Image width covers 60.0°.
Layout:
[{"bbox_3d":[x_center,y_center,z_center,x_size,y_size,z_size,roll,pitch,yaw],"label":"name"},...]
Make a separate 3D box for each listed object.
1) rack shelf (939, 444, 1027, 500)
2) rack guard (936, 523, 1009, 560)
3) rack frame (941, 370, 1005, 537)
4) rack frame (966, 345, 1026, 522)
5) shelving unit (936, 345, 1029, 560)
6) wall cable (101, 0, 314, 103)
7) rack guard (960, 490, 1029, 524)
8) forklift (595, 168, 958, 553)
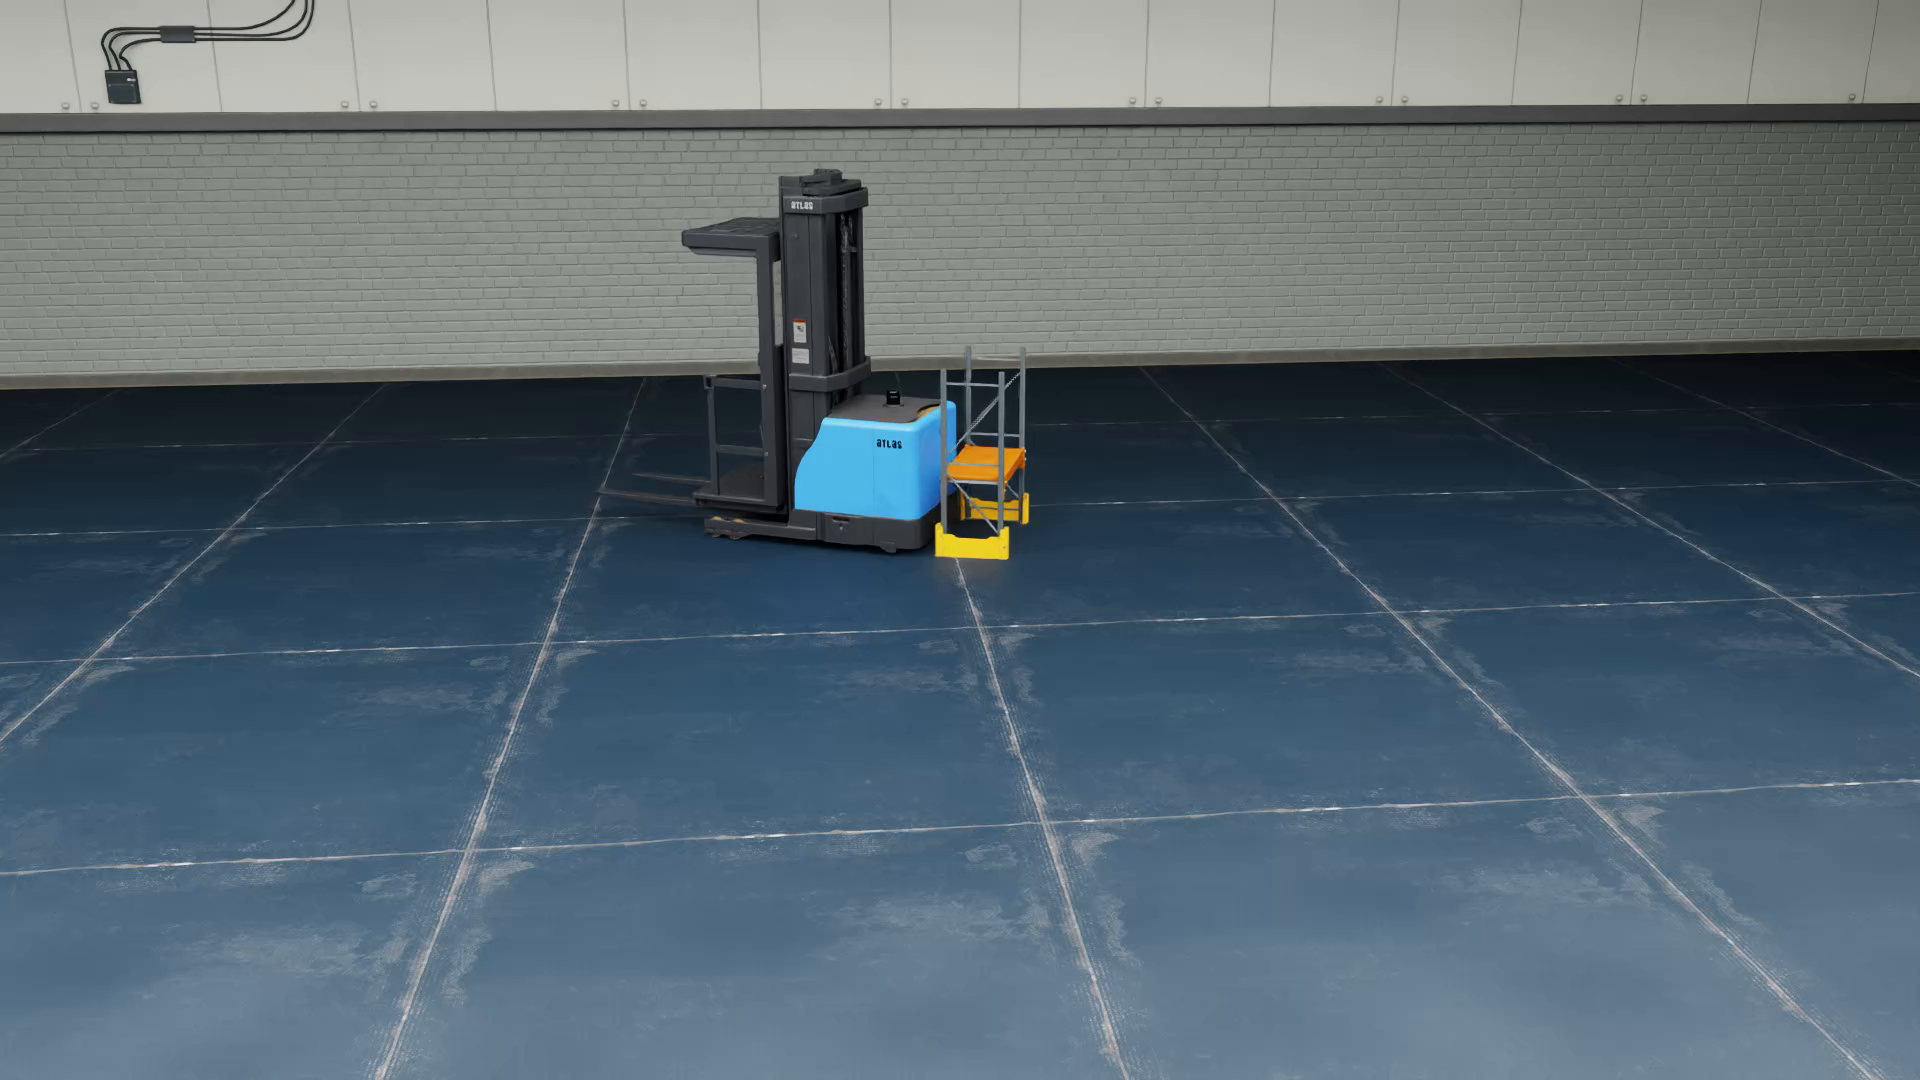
[{"bbox_3d":[0.197,-0.563,13.567,0.538,0.185,1.000,3,18,11],"label":"rack shelf"},{"bbox_3d":[0.098,0.011,13.226,0.587,0.250,0.087,3,18,11],"label":"rack guard"},{"bbox_3d":[0.098,-0.585,13.037,0.500,1.500,0.032,3,18,11],"label":"rack frame"},{"bbox_3d":[0.297,-0.884,13.989,0.500,1.500,0.032,3,18,11],"label":"rack frame"},{"bbox_3d":[0.196,-0.732,13.505,0.587,1.500,1.083,3,18,11],"label":"shelving unit"},{"bbox_3d":[-8.248,-7.729,17.596,2.305,6.003,0.169,-2,18,-6],"label":"wall cable"},{"bbox_3d":[0.294,-0.282,14.158,0.587,0.250,0.087,3,18,11],"label":"rack guard"},{"bbox_3d":[-1.592,-1.544,13.701,3.031,2.935,1.130,6,18,18],"label":"forklift"}]
